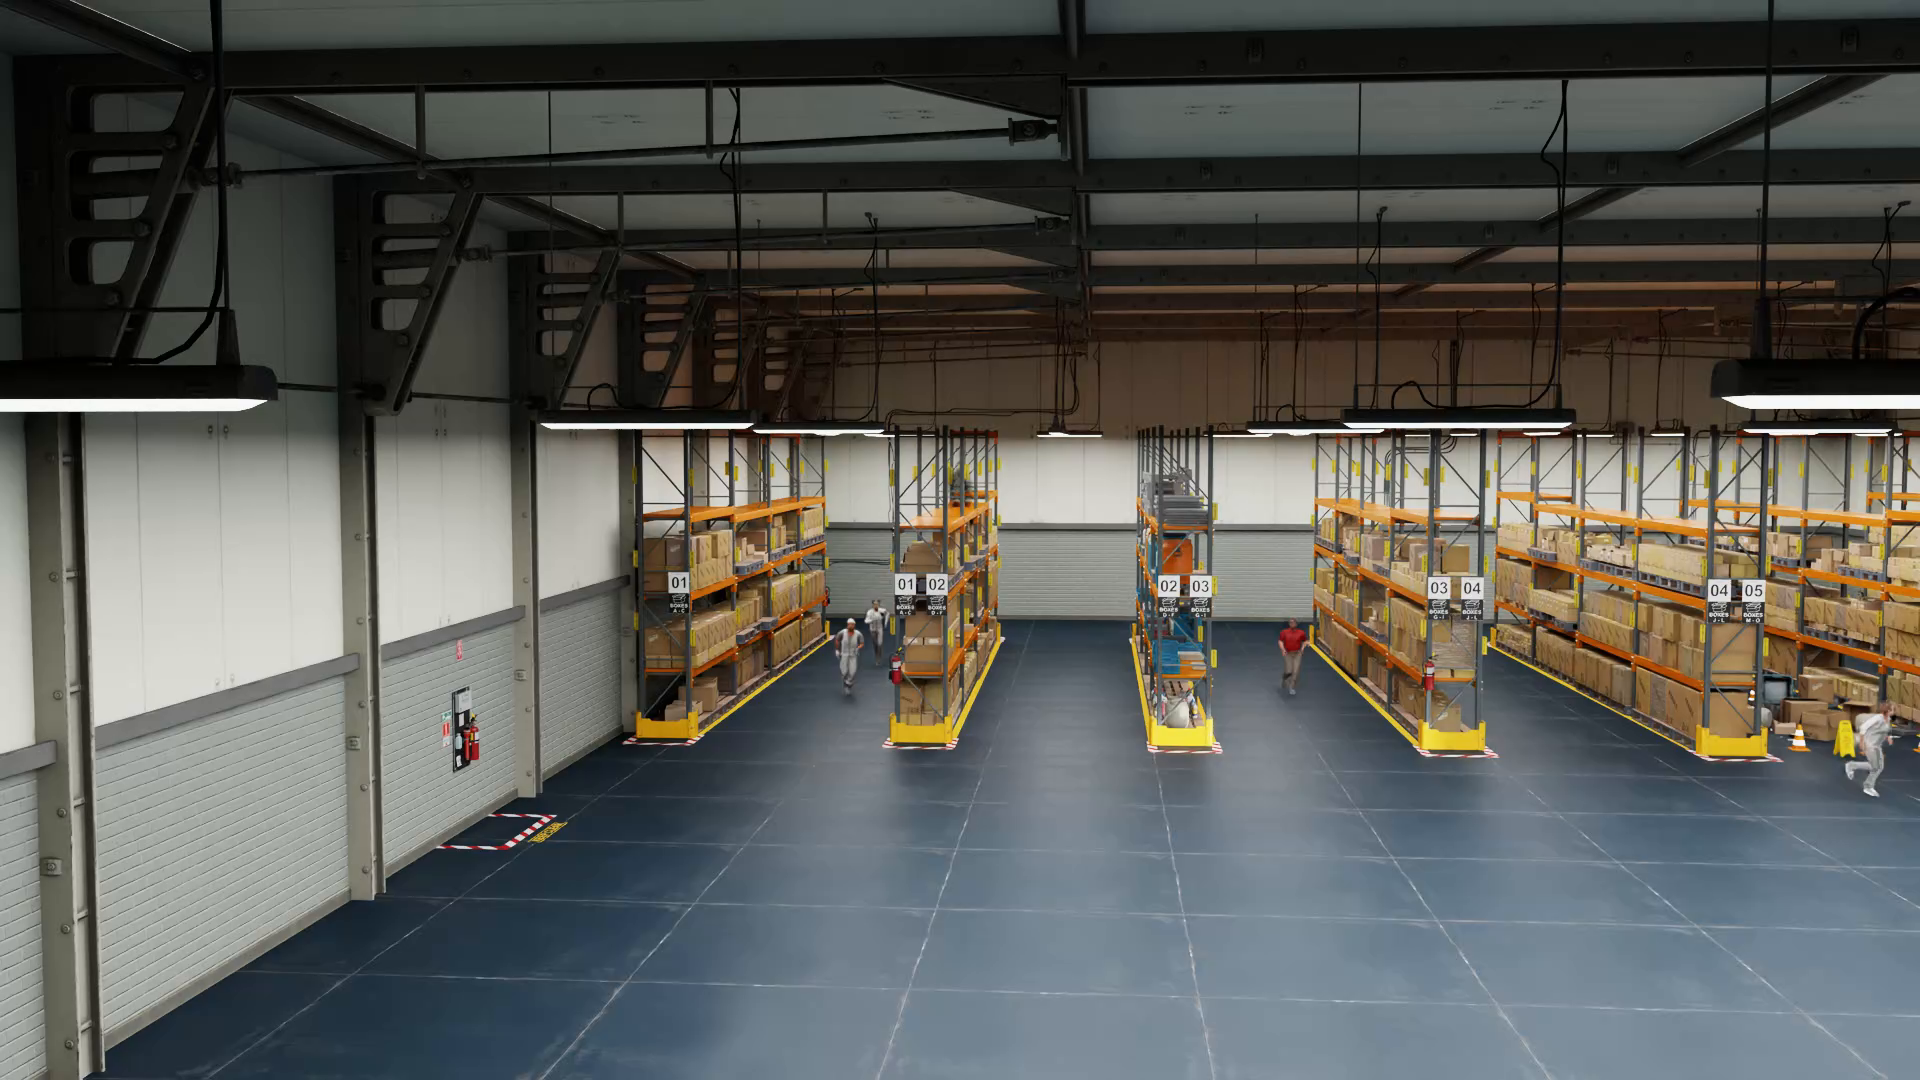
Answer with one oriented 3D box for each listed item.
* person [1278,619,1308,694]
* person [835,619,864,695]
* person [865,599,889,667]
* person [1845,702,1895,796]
[{"bbox_3d":[7.545,2.622,37.679,0.638,1.700,0.645,0,3,7],"label":"person"},{"bbox_3d":[-2.481,2.617,37.294,0.660,1.730,0.637,0,3,-3],"label":"person"},{"bbox_3d":[-2.110,2.355,42.308,0.594,1.747,0.830,0,3,2],"label":"person"},{"bbox_3d":[14.737,3.361,26.931,0.532,1.537,0.717,-3,4,-39],"label":"person"}]
